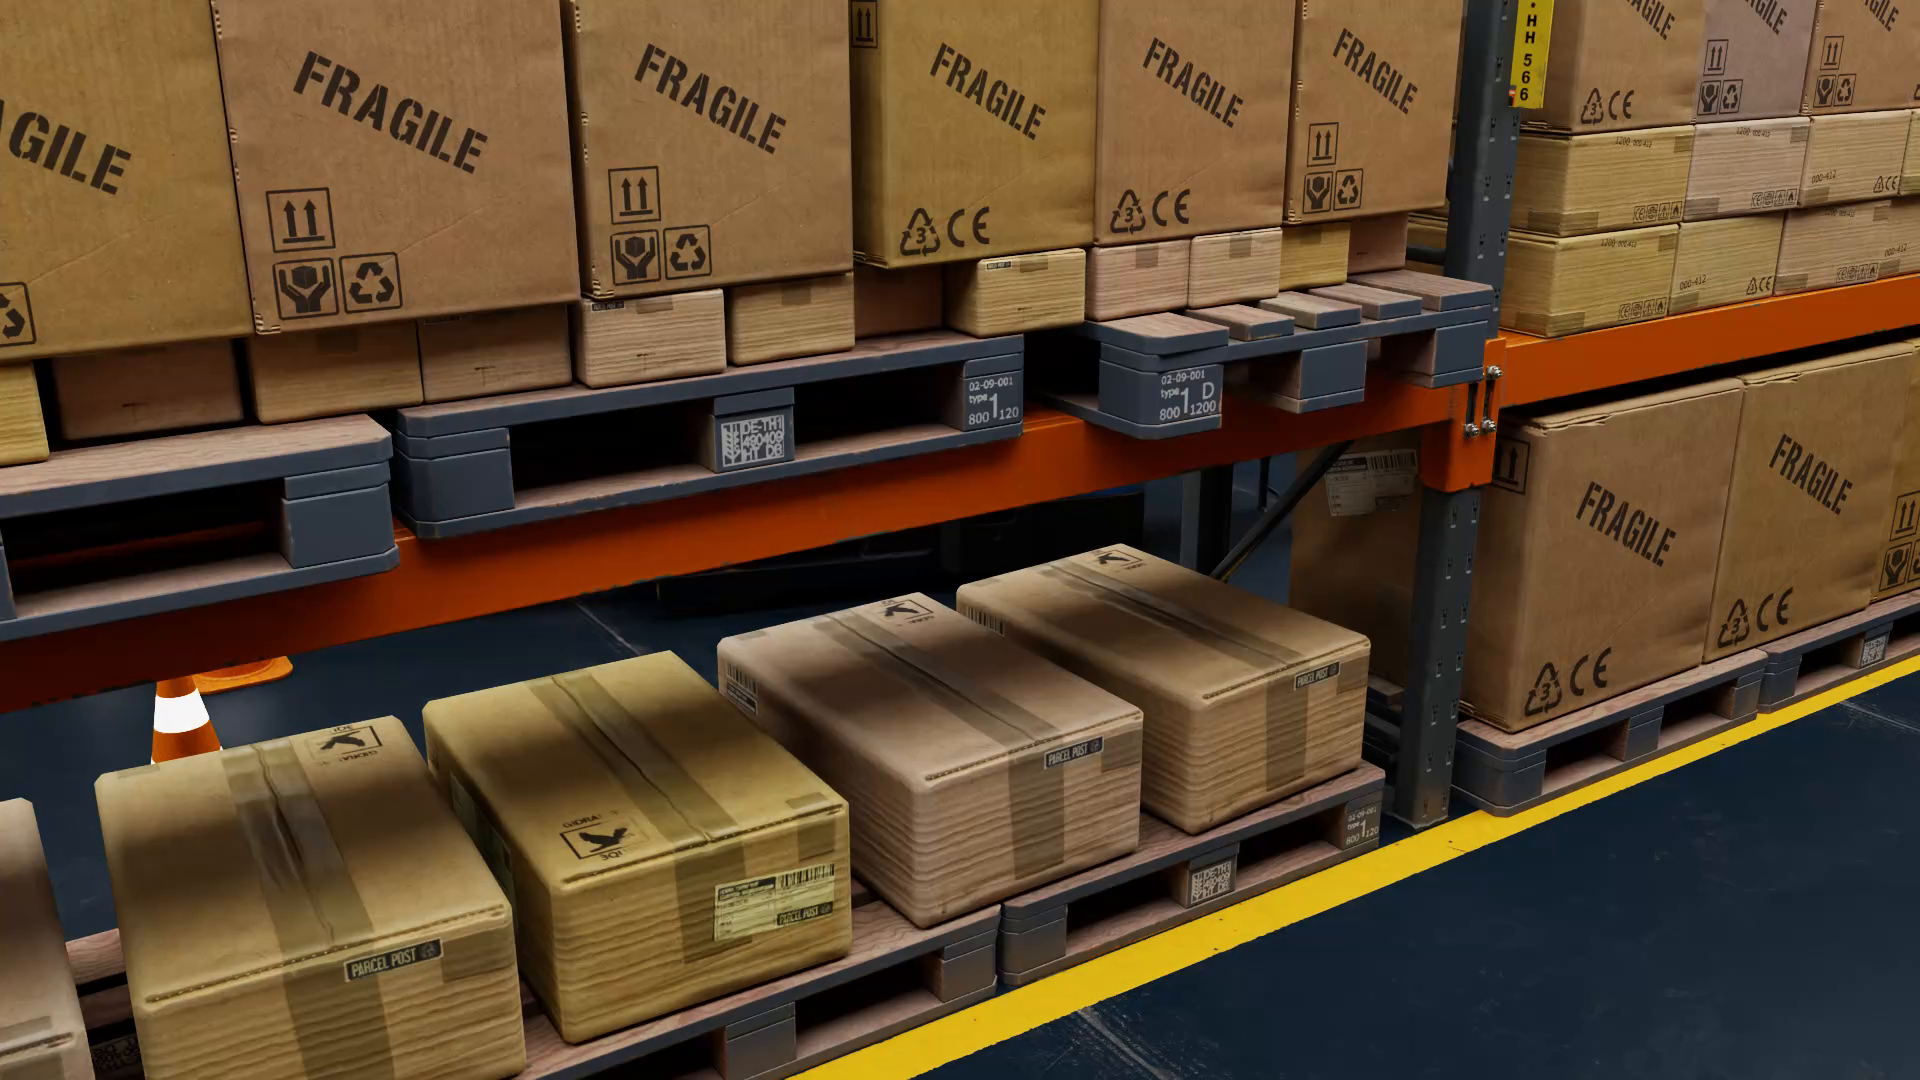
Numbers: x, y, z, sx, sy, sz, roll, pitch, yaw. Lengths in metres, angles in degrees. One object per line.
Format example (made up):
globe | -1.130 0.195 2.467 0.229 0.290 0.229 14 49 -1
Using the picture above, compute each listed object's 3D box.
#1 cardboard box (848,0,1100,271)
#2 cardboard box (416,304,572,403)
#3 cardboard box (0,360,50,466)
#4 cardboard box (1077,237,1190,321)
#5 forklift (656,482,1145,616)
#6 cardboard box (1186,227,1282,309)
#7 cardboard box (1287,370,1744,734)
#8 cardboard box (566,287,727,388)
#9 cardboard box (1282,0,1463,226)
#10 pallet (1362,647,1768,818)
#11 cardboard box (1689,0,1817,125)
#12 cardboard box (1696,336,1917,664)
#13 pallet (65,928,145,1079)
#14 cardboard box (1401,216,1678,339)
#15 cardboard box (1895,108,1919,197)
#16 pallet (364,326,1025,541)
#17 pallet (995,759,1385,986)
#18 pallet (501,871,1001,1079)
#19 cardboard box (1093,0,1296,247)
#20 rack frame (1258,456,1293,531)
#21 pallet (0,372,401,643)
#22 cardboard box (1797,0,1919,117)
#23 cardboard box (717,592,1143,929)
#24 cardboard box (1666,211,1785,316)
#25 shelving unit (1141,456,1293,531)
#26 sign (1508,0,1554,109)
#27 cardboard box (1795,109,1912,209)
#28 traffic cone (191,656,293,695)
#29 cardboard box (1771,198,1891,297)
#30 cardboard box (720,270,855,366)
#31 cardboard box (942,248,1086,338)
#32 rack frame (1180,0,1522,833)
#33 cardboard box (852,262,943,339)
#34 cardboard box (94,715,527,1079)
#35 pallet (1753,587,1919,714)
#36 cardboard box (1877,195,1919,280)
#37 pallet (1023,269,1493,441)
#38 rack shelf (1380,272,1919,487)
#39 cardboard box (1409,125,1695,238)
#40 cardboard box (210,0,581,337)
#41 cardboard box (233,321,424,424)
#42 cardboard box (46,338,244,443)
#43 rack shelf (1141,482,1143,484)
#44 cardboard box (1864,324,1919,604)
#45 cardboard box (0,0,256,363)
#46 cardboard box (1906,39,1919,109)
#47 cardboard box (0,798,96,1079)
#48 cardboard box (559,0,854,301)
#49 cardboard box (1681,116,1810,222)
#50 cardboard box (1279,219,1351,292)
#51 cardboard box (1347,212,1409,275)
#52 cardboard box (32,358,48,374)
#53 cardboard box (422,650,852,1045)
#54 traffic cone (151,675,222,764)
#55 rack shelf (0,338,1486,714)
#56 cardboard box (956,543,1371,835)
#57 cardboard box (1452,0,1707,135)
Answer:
cardboard box | -0.080 -0.833 3.249 0.500 0.500 0.500 -14 23 -35
cardboard box | -0.859 -0.361 2.865 0.250 0.149 0.380 -12 22 -31
cardboard box | -1.499 -0.213 2.429 0.250 0.149 0.380 -11 22 -30
cardboard box | 0.264 -0.578 3.506 0.250 0.149 0.380 -13 23 -34
forklift | -0.867 -1.304 6.025 3.031 2.935 1.130 -5 19 -15
cardboard box | 0.479 -0.620 3.631 0.250 0.149 0.380 -12 22 -32
cardboard box | 1.616 -0.075 4.946 0.875 0.875 0.875 -12 22 -32
cardboard box | -0.608 -0.394 2.963 0.250 0.149 0.380 -11 22 -29
cardboard box | 0.766 -1.016 3.791 0.500 0.500 0.500 -13 22 -33
pallet | 1.693 0.419 5.177 1.213 0.211 1.003 -12 22 -31
cardboard box | 1.949 -1.416 4.532 0.500 0.500 0.500 -12 22 -31
cardboard box | 2.363 -0.231 5.407 0.875 0.875 0.875 -12 22 -31
pallet | -1.698 1.104 3.148 1.213 0.211 1.003 -12 22 -31
cardboard box | 1.540 -0.731 4.459 0.500 0.250 0.500 -12 22 -32
cardboard box | 2.838 -1.234 5.164 0.500 0.250 0.500 -11 22 -30
pallet | -0.638 -0.333 3.346 1.213 0.211 1.003 -12 22 -31
pallet | 0.340 0.675 4.419 1.213 0.211 1.003 -12 22 -31
pallet | -0.678 0.888 3.788 1.213 0.211 1.003 -12 22 -31
cardboard box | 0.341 -0.922 3.513 0.500 0.500 0.500 -12 22 -32
rack frame | 1.347 -0.789 6.738 0.023 1.500 0.400 -5 19 -15
pallet | -1.629 -0.084 2.609 1.213 0.211 1.003 -12 22 -31
cardboard box | 2.389 -1.503 4.790 0.500 0.500 0.500 -11 22 -30
cardboard box | -0.096 0.491 4.055 0.625 0.372 0.950 -12 22 -32
cardboard box | 1.959 -0.827 4.740 0.500 0.250 0.500 -13 22 -33
shelving unit | 0.994 -0.758 6.644 0.755 1.500 0.431 -5 19 -15
sign | 1.300 -1.151 3.782 0.005 0.325 0.100 -12 22 -31
cardboard box | 2.408 -1.148 4.910 0.500 0.250 0.500 -12 22 -32
traffic cone | -2.390 0.211 5.397 0.334 0.463 0.336 -12 22 -31
cardboard box | 2.401 -0.917 5.009 0.500 0.250 0.500 -11 22 -30
cardboard box | -0.402 -0.449 3.125 0.250 0.149 0.380 -13 22 -33
cardboard box | 0.042 -0.525 3.352 0.250 0.149 0.380 -11 22 -30
rack frame | 0.993 -0.784 4.379 0.127 3.000 1.000 -12 22 -31
cardboard box | -0.237 -0.515 3.321 0.250 0.149 0.380 -12 22 -31
cardboard box | -1.312 0.746 3.301 0.625 0.372 0.950 -10 21 -28
pallet | 2.711 0.205 5.808 1.213 0.211 1.003 -12 22 -31
cardboard box | 2.811 -1.005 5.269 0.500 0.250 0.500 -12 22 -31
pallet | 0.457 -0.539 3.954 1.003 0.211 1.213 -12 22 -31
rack shelf | 2.664 -0.795 5.536 4.000 0.370 1.077 -12 22 -31
cardboard box | 1.552 -0.973 4.391 0.500 0.250 0.500 -12 22 -32
cardboard box | -0.960 -0.644 2.689 0.500 0.500 0.500 -12 22 -32
cardboard box | -1.066 -0.318 2.738 0.250 0.149 0.380 -12 22 -31
cardboard box | -1.304 -0.284 2.637 0.250 0.149 0.380 -10 21 -28
rack shelf | 0.994 -0.449 6.749 0.720 0.370 0.431 -5 19 -15
cardboard box | 3.110 -0.389 5.873 0.875 0.875 0.875 -11 22 -30
cardboard box | -1.380 -0.560 2.443 0.500 0.500 0.500 -12 22 -31
cardboard box | 2.812 -1.591 5.050 0.500 0.500 0.500 -12 22 -31
cardboard box | -1.911 0.874 2.924 0.625 0.372 0.950 -12 22 -31
cardboard box | -0.537 -0.737 2.966 0.500 0.500 0.500 -13 23 -34
cardboard box | 1.984 -1.063 4.660 0.500 0.250 0.500 -11 22 -30
cardboard box | 0.665 -0.676 3.798 0.250 0.149 0.380 -12 22 -31
cardboard box | 0.849 -0.743 3.995 0.250 0.149 0.380 -11 22 -29
cardboard box | -1.644 -0.420 3.040 0.250 0.149 0.380 -12 22 -32
cardboard box | -0.733 0.623 3.665 0.625 0.372 0.950 -11 22 -30
traffic cone | -2.082 0.530 4.455 0.334 0.463 0.336 -12 22 -31
rack shelf | -0.677 -0.090 3.452 4.000 0.370 1.077 -12 22 -31
cardboard box | 0.516 0.359 4.446 0.625 0.372 0.950 -14 23 -35
cardboard box | 1.540 -1.326 4.266 0.500 0.500 0.500 -13 22 -33
